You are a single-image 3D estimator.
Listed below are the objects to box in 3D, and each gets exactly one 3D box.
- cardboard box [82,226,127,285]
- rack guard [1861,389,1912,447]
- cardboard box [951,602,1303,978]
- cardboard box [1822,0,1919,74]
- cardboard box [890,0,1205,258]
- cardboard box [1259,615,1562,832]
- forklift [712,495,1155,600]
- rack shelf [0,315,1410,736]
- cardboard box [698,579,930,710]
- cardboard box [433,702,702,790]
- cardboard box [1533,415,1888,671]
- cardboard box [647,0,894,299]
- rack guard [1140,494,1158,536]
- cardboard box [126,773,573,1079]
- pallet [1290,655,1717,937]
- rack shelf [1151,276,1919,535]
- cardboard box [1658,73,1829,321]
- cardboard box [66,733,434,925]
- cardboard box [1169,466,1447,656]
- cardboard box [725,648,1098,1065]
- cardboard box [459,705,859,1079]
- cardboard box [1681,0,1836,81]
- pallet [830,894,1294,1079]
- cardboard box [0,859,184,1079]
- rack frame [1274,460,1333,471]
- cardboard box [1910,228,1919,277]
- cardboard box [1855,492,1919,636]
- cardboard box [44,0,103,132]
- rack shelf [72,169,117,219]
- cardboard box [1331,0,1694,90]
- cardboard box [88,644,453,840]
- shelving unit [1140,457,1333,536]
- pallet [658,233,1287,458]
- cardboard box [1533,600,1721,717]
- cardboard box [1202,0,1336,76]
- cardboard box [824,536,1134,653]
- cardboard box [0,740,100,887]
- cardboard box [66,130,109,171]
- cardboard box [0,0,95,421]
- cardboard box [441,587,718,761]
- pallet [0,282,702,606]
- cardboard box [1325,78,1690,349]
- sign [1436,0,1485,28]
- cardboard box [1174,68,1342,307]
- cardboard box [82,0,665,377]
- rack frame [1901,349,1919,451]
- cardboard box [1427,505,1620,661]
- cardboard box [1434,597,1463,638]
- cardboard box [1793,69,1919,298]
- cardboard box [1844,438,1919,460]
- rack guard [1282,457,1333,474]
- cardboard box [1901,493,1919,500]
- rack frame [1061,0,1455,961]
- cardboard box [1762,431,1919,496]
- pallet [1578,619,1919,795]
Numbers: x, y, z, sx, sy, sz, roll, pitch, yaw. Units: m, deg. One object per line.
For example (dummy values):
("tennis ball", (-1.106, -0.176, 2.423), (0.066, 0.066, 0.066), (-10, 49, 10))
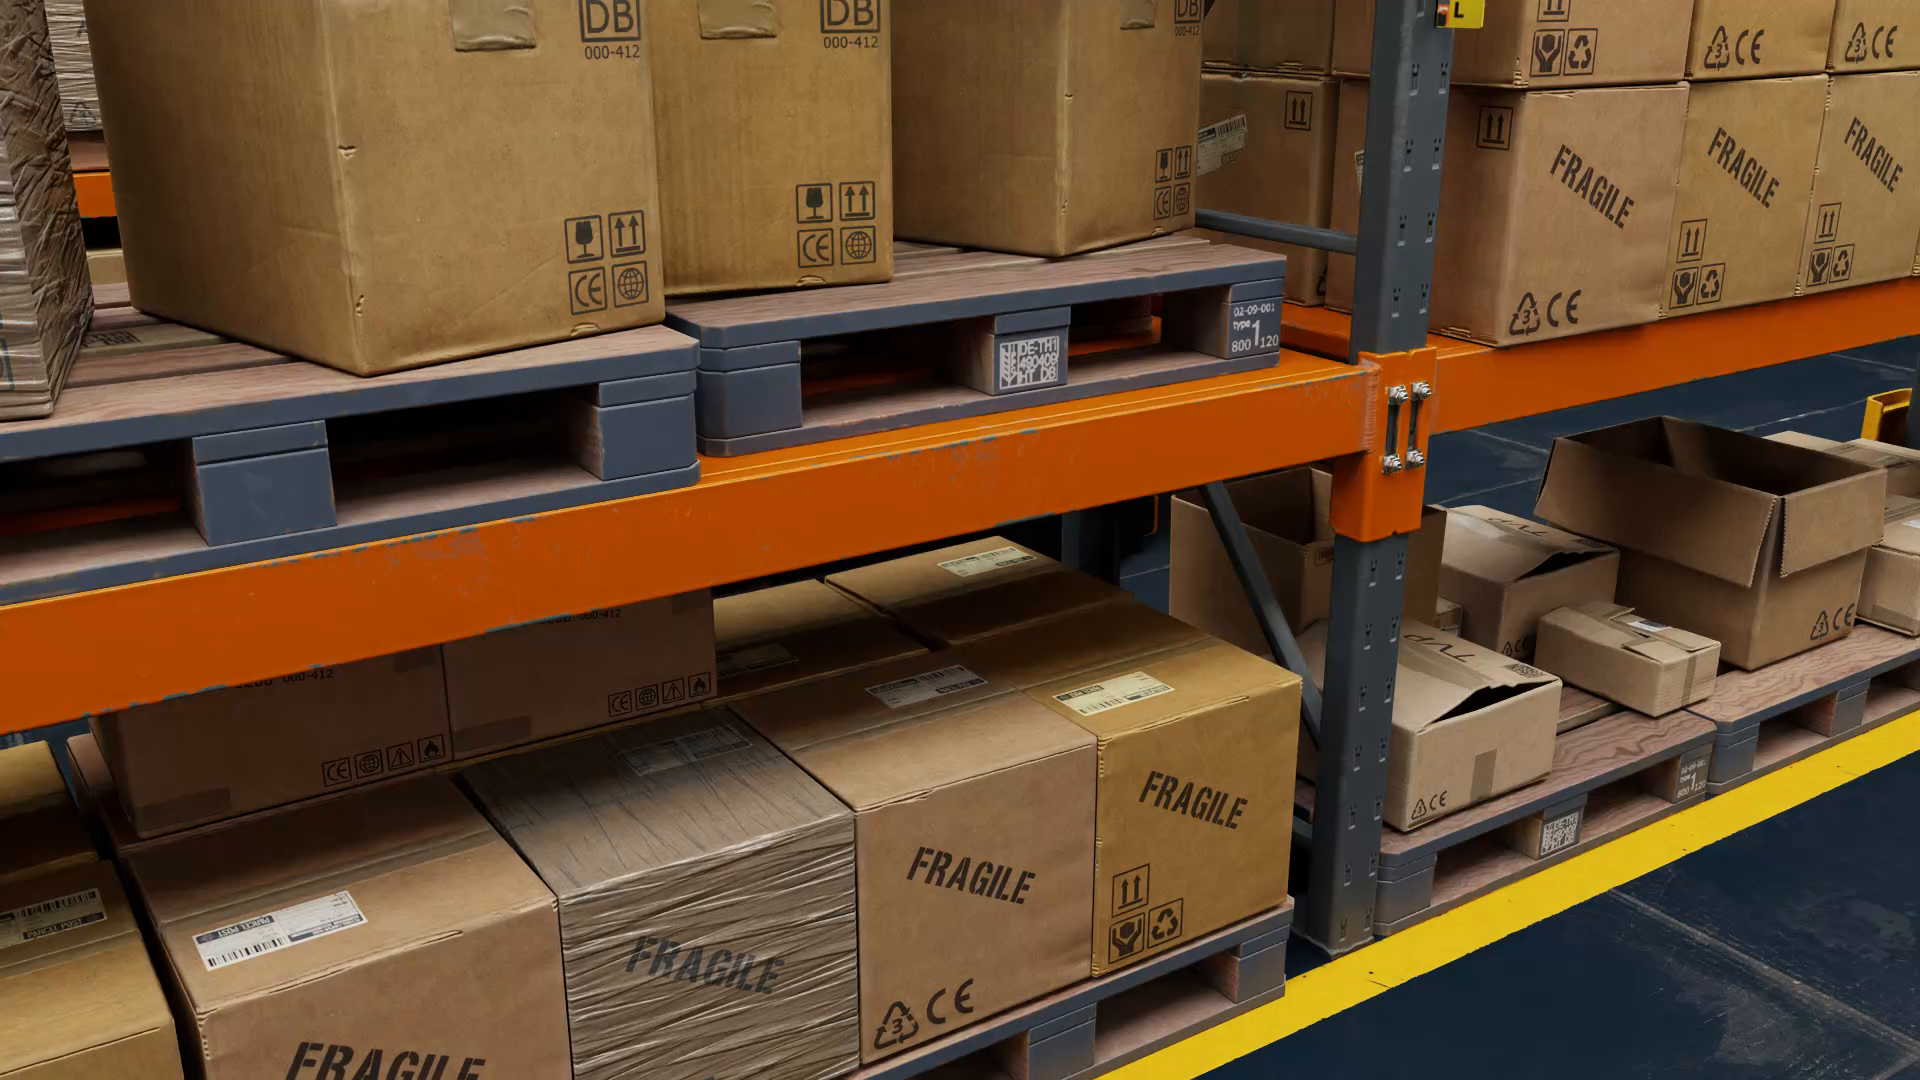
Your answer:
("cardboard box", (-3.363, -0.860, 6.805), (0.750, 0.750, 0.750), (-11, 22, -30))
("rack guard", (3.853, -0.168, 5.962), (0.348, 0.500, 1.175), (-12, 22, -31))
("cardboard box", (0.322, 0.478, 3.363), (0.500, 0.500, 0.500), (-12, 22, -32))
("cardboard box", (1.985, -1.372, 3.901), (0.500, 0.500, 0.500), (-13, 22, -33))
("cardboard box", (0.058, -0.884, 3.364), (0.700, 0.500, 0.500), (14, 23, 35))
("cardboard box", (1.046, 0.388, 3.925), (0.500, 0.311, 0.500), (-12, 22, -31))
("forklift", (-0.815, -1.255, 5.379), (3.031, 2.935, 1.130), (-11, 21, -29))
("rack shelf", (-1.094, 0.032, 2.591), (4.000, 0.370, 1.077), (-12, 22, -31))
("cardboard box", (-0.401, 0.431, 3.501), (0.500, 0.500, 0.500), (-12, 22, -31))
("cardboard box", (-0.823, 0.517, 3.247), (0.500, 0.500, 0.500), (-12, 22, -31))
("cardboard box", (2.142, -0.019, 4.830), (0.637, 0.503, 0.797), (-12, 22, -31))
("cardboard box", (-0.482, -0.746, 2.956), (0.500, 0.500, 0.700), (-8, 20, -23))
("rack guard", (0.573, -0.217, 6.497), (0.087, 0.250, 0.587), (-11, 21, -29))
("cardboard box", (-0.938, 0.741, 2.585), (0.500, 0.500, 0.500), (-13, 23, -33))
("pallet", (1.150, 0.539, 4.321), (1.213, 0.211, 1.003), (-12, 22, -31))
("rack shelf", (2.247, -0.673, 4.675), (4.000, 0.370, 1.077), (-12, 22, -31))
("cardboard box", (1.578, -0.817, 3.821), (0.500, 0.500, 0.500), (-11, 22, -30))
("cardboard box", (-1.245, 0.606, 2.984), (0.500, 0.500, 0.500), (-13, 23, -33))
("cardboard box", (0.896, 0.138, 4.369), (0.500, 0.500, 0.500), (-12, 22, -31))
("cardboard box", (-0.096, 0.563, 3.112), (0.500, 0.500, 0.500), (-12, 22, -31))
("cardboard box", (-0.515, 0.651, 2.852), (0.500, 0.500, 0.500), (-12, 22, -31))
("cardboard box", (1.555, -1.281, 3.633), (0.500, 0.500, 0.500), (-13, 22, -33))
("pallet", (-0.082, 0.813, 3.510), (1.213, 0.211, 1.003), (-12, 22, -31))
("cardboard box", (-1.371, 0.835, 2.309), (0.500, 0.500, 0.500), (-12, 22, -32))
("rack frame", (1.433, -0.971, 6.775), (0.032, 1.500, 0.500), (-11, 21, -29))
("cardboard box", (2.421, -0.994, 4.346), (0.500, 0.500, 0.500), (-12, 22, -32))
("cardboard box", (2.788, 0.049, 5.022), (0.500, 0.250, 0.500), (-12, 22, -31))
("cardboard box", (-3.243, -1.856, 6.399), (0.500, 0.500, 0.500), (-12, 22, -31))
("rack shelf", (-3.822, -1.293, 6.508), (4.000, 0.370, 1.077), (-12, 22, -31))
("cardboard box", (1.124, -1.190, 3.364), (0.500, 0.500, 0.500), (-11, 22, -30))
("cardboard box", (-1.216, 0.244, 2.885), (0.500, 0.250, 0.500), (-12, 22, -32))
("shelving unit", (1.002, -0.890, 6.536), (1.083, 1.500, 0.587), (-11, 21, -29))
("pallet", (-0.151, -0.459, 3.218), (1.213, 0.211, 1.003), (-12, 22, -31))
("cardboard box", (1.763, 0.301, 4.407), (0.250, 0.166, 0.380), (-12, 22, -31))
("cardboard box", (0.856, -1.341, 3.810), (0.500, 0.500, 0.500), (-12, 22, -31))
("cardboard box", (0.038, 0.334, 3.788), (0.500, 0.500, 0.500), (-13, 23, -34))
("cardboard box", (-1.680, 0.700, 2.706), (0.500, 0.500, 0.500), (-13, 23, -33))
("cardboard box", (-3.363, -1.529, 6.444), (0.250, 0.149, 0.380), (-13, 22, -33))
("cardboard box", (-1.432, -0.454, 2.093), (0.500, 0.500, 0.700), (-8, 20, -21))
("cardboard box", (-0.797, 0.155, 3.147), (0.500, 0.250, 0.500), (-12, 22, -31))
("pallet", (-1.143, -0.210, 2.481), (1.213, 0.211, 1.003), (-12, 22, -31))
("cardboard box", (1.152, -0.726, 3.551), (0.500, 0.500, 0.500), (-11, 22, -30))
("sign", (0.884, -1.062, 2.895), (0.005, 0.325, 0.100), (-12, 22, -31))
("cardboard box", (0.853, -0.865, 3.965), (0.500, 0.500, 0.500), (-11, 22, -31))
("cardboard box", (-0.865, -0.580, 2.465), (0.700, 0.500, 0.500), (16, 24, 39))
("rack frame", (3.917, -1.366, 5.601), (0.127, 3.000, 1.000), (-12, 22, -31))
("cardboard box", (1.522, 0.096, 4.790), (0.500, 0.311, 0.500), (-12, 22, -31))
("cardboard box", (1.176, 0.222, 4.668), (0.250, 0.149, 0.380), (-12, 22, -31))
("cardboard box", (1.997, -0.904, 4.079), (0.500, 0.500, 0.500), (-12, 22, -32))
("cardboard box", (3.378, -0.242, 6.041), (0.250, 0.149, 0.380), (-12, 22, -31))
("rack guard", (1.432, -0.379, 6.975), (0.087, 0.250, 0.587), (-11, 21, -29))
("cardboard box", (3.211, -0.023, 5.367), (0.250, 0.166, 0.380), (-12, 22, -31))
("rack frame", (0.576, -0.661, 3.517), (0.127, 3.000, 1.000), (-12, 22, -31))
("cardboard box", (2.889, -0.164, 5.652), (0.500, 0.250, 0.500), (-12, 22, -31))
("pallet", (2.170, 0.323, 4.961), (1.213, 0.211, 1.003), (-12, 22, -31))
